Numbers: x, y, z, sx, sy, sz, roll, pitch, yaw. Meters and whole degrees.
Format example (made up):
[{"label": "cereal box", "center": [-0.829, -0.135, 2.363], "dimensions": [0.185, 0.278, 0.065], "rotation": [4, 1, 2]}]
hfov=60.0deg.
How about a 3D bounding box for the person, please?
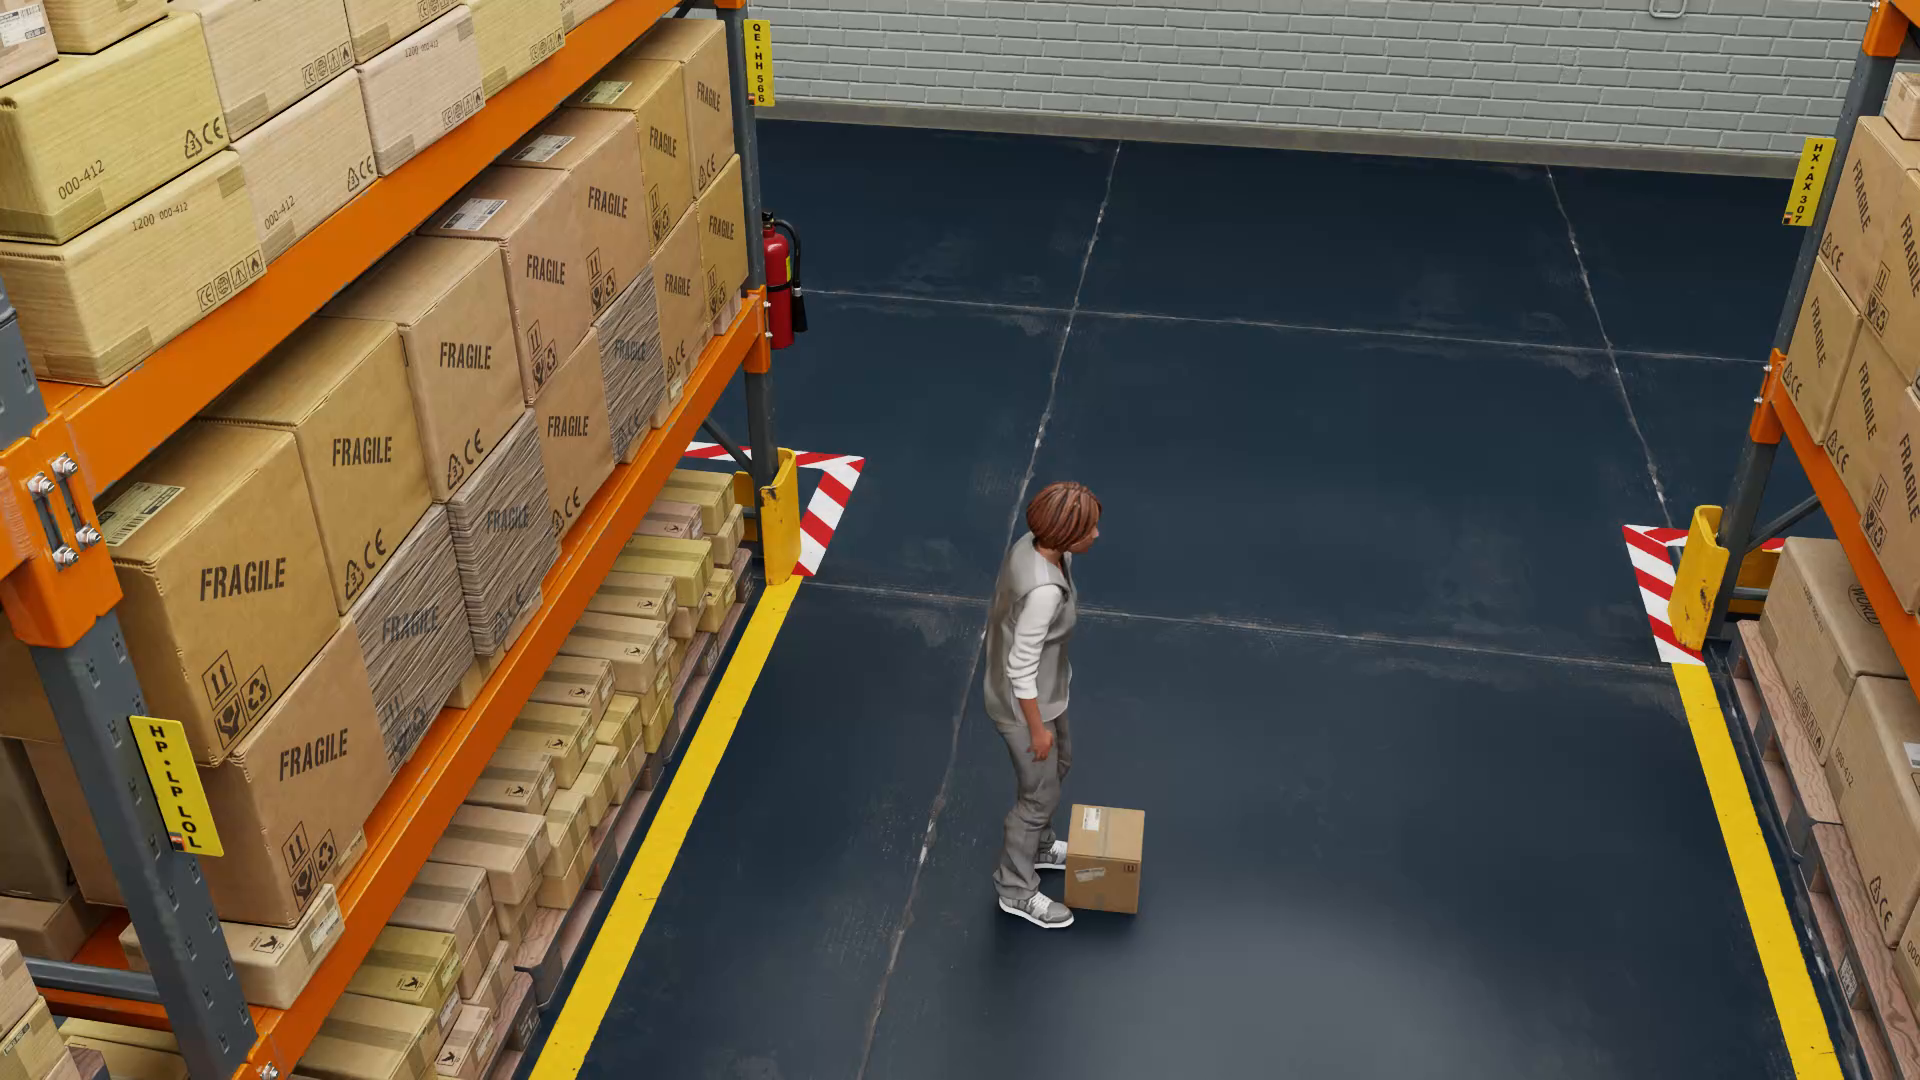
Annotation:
[{"label": "person", "center": [0.263, 0.512, 5.356], "dimensions": [0.377, 1.592, 0.469], "rotation": [4, 33, 6]}]
